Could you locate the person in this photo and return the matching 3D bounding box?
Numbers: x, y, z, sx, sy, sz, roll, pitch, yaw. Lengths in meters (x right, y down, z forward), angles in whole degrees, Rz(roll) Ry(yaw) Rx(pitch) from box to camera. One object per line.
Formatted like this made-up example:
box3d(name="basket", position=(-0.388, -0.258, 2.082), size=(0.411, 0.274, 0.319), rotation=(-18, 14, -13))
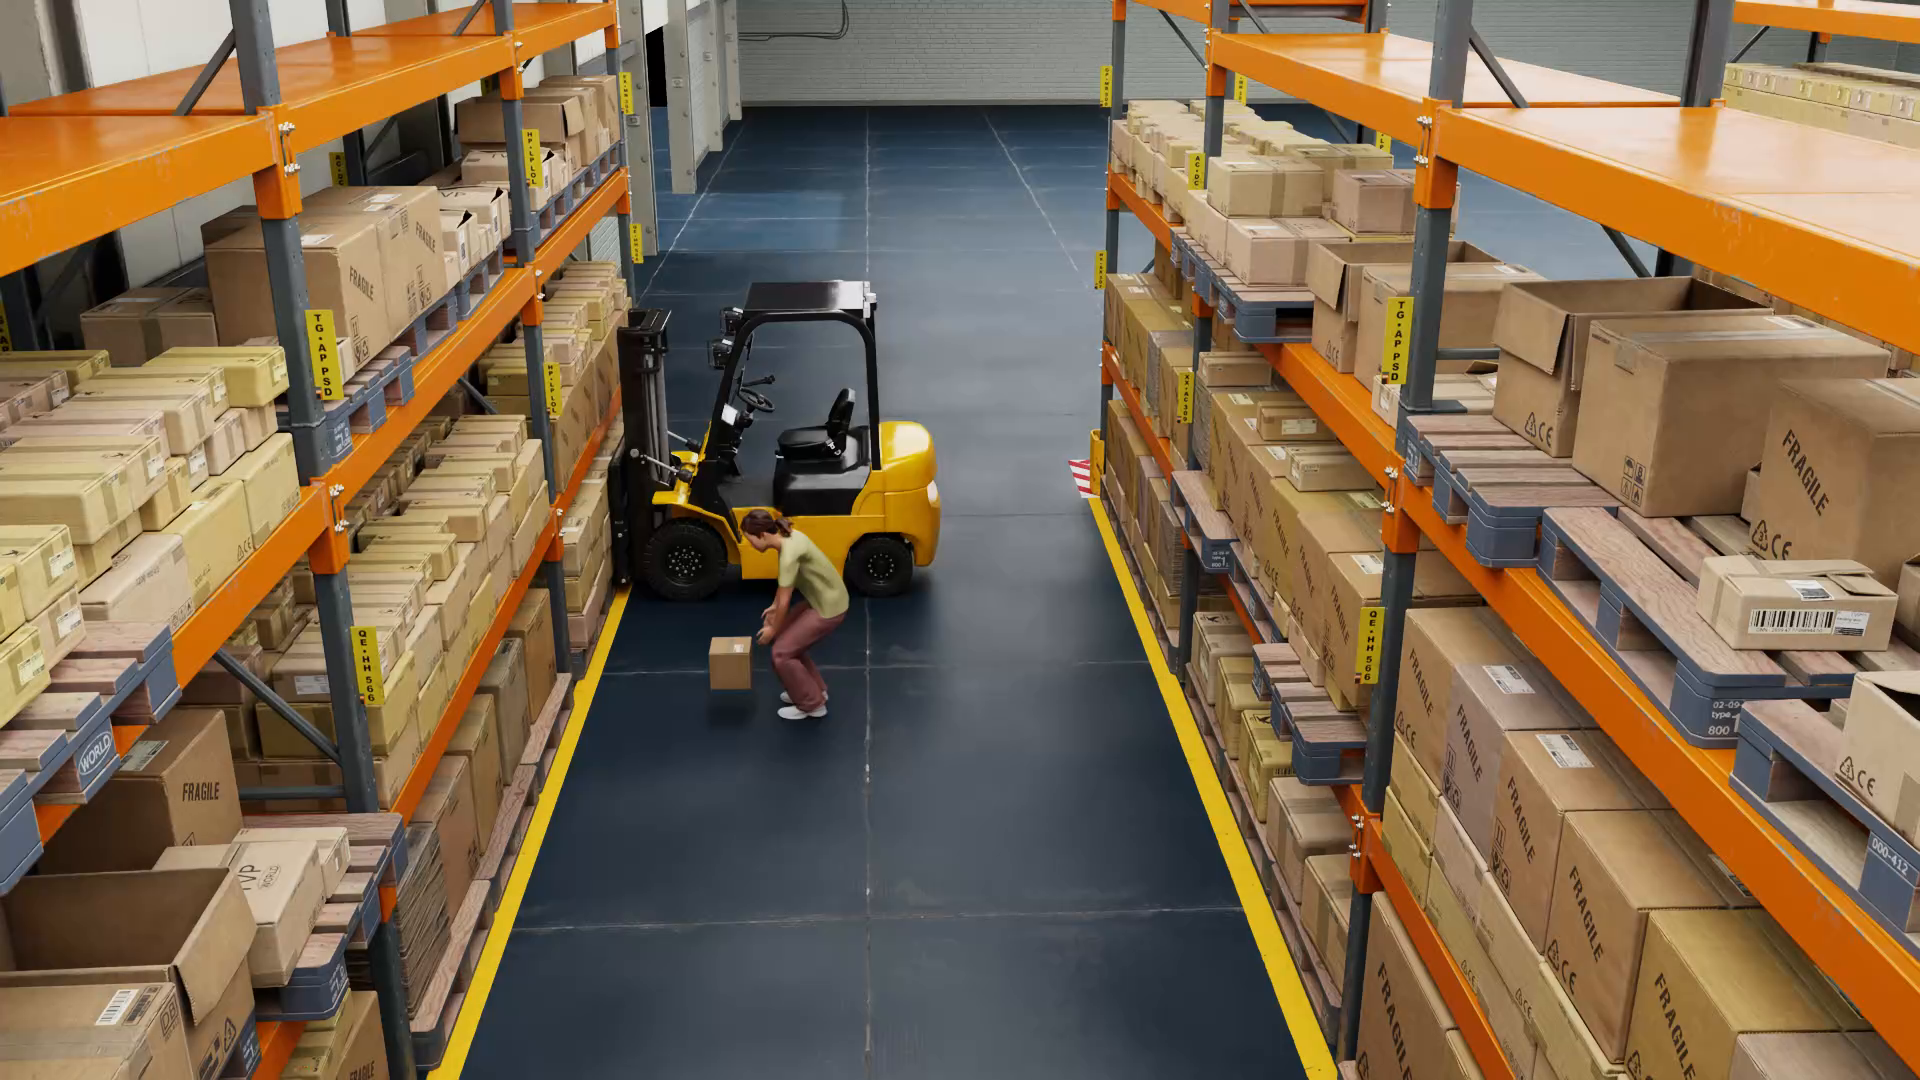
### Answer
box3d(name="person", position=(-1.012, 0.449, 10.333), size=(0.649, 1.363, 0.511), rotation=(-1, 20, -3))
